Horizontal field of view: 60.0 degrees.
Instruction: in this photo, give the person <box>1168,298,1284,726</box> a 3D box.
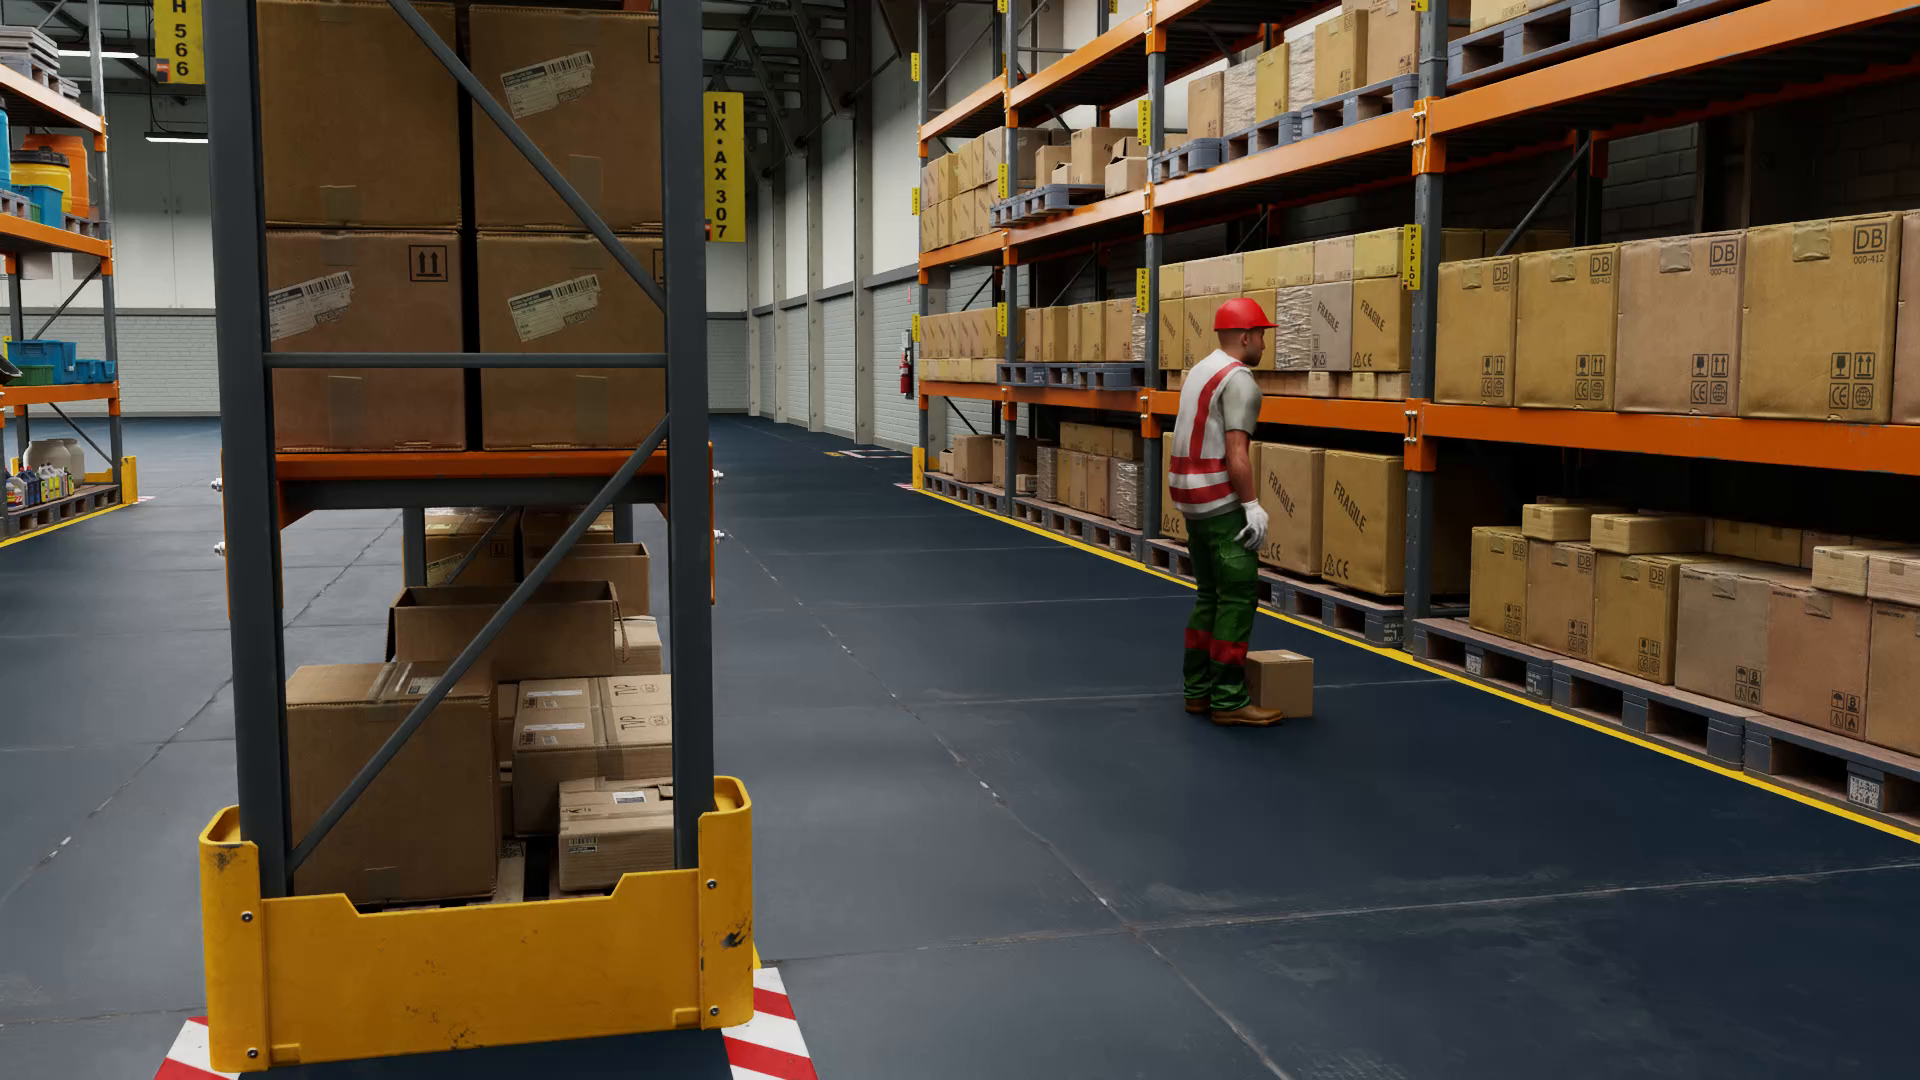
[{"bbox_3d":[1.131,-0.129,7.046,0.450,1.779,0.608,-1,6,-13],"label":"person"}]
